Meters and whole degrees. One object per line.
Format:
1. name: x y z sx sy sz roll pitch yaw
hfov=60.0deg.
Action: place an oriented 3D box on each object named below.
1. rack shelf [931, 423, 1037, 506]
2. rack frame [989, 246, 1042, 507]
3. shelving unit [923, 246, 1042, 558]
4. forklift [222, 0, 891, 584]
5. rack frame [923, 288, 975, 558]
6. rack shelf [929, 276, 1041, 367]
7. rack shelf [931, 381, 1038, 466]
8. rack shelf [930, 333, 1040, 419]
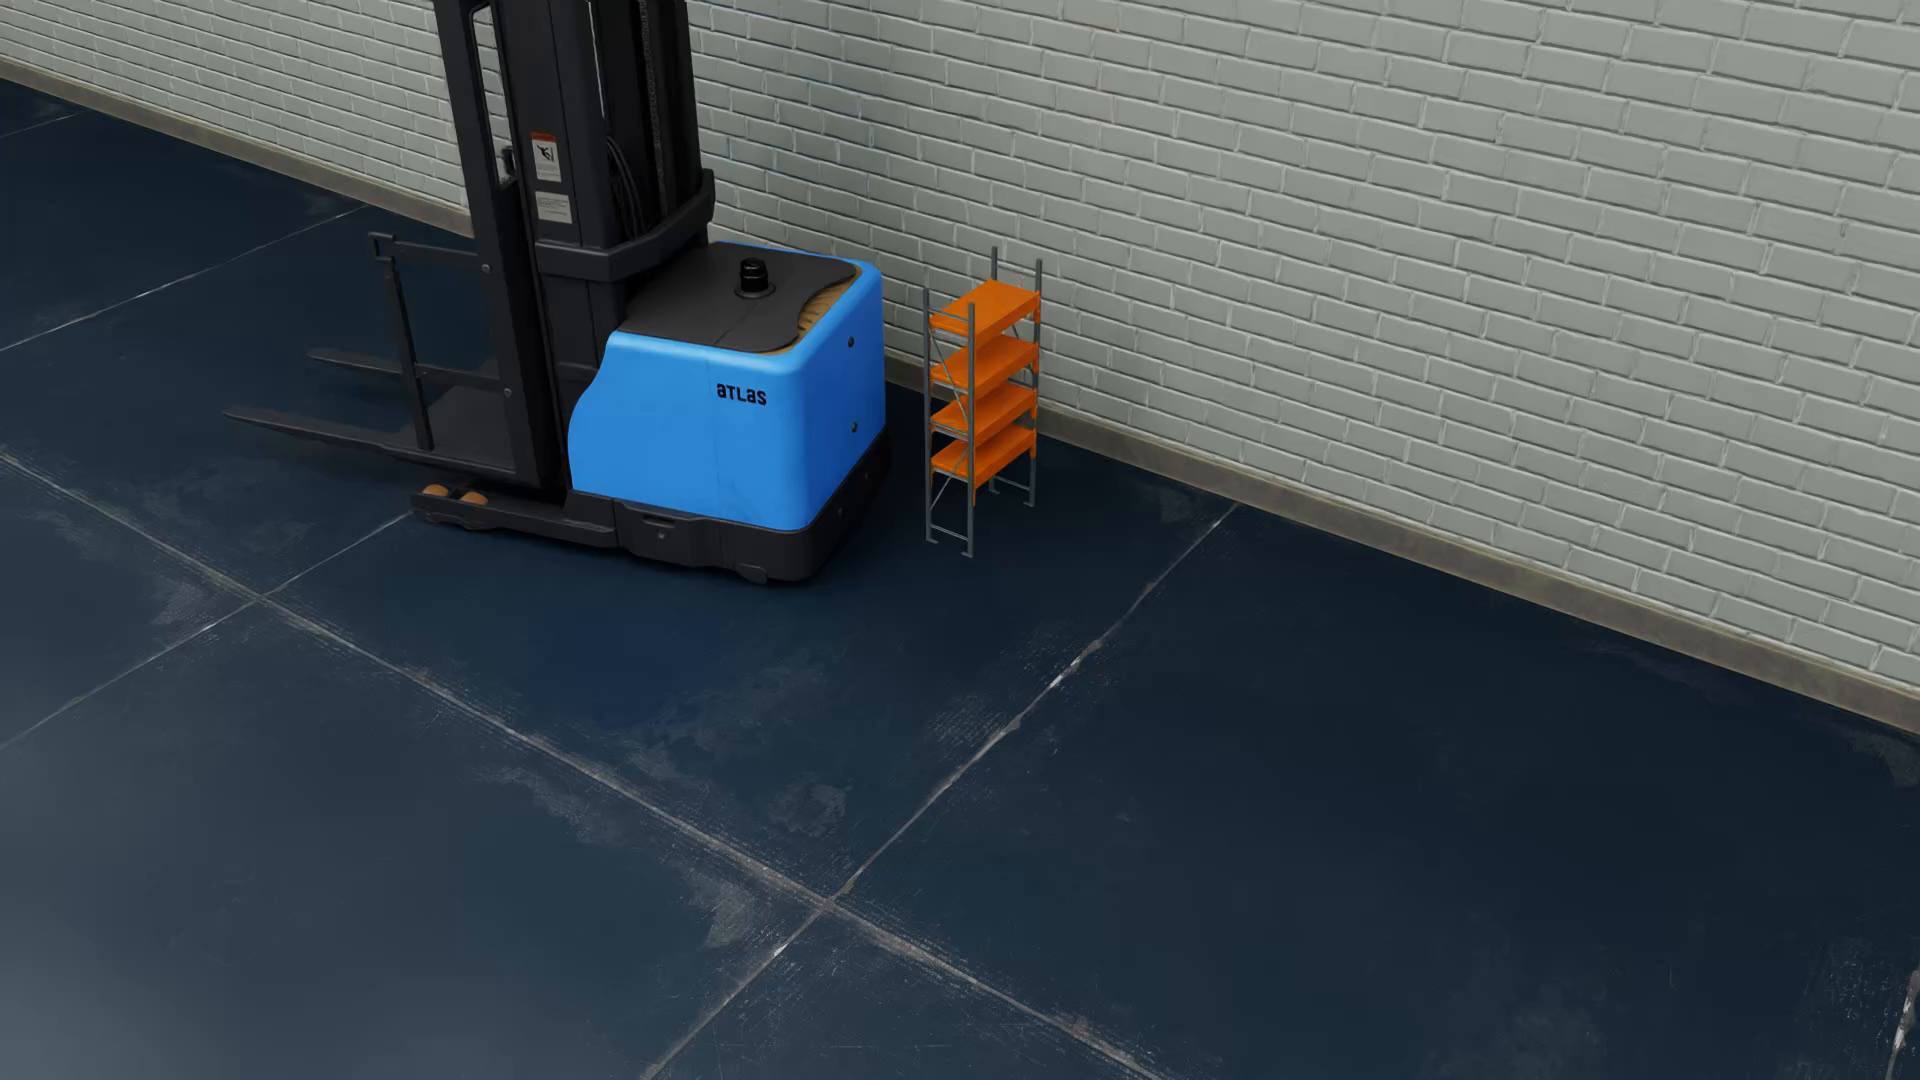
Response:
1. rack shelf: 0.094 -0.353 7.175 0.258 0.148 0.480 21 39 28
2. rack frame: 0.234 -0.685 7.193 0.240 1.200 0.015 21 39 28
3. shelving unit: 0.094 -0.573 7.027 0.258 1.200 0.503 21 39 28
4. forklift: -1.892 -1.522 6.885 3.031 2.935 1.130 11 36 16
5. rack frame: -0.045 -0.461 6.860 0.240 1.200 0.015 21 39 28
6. rack shelf: 0.094 -0.899 6.806 0.258 0.148 0.480 21 39 28
7. rack shelf: 0.094 -0.517 7.064 0.258 0.148 0.480 21 39 28
8. rack shelf: 0.094 -0.703 6.939 0.258 0.148 0.480 21 39 28
